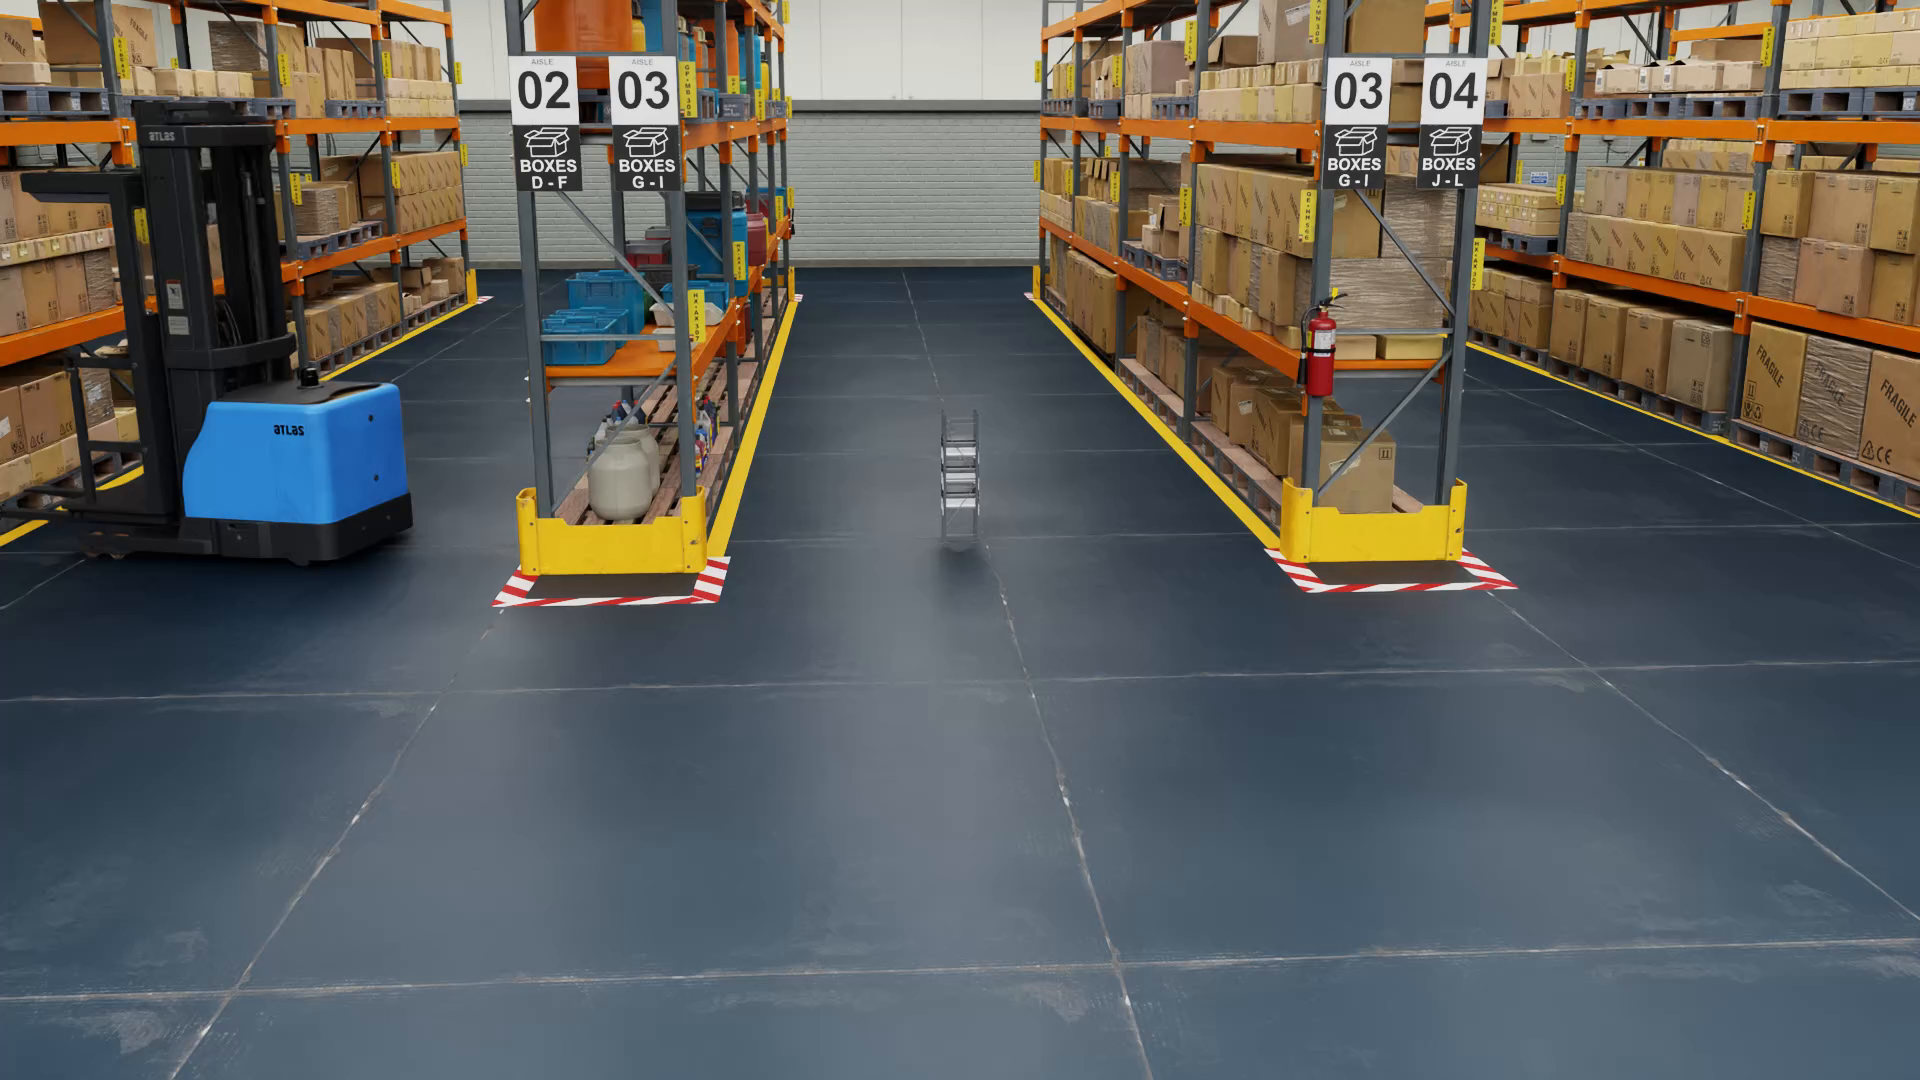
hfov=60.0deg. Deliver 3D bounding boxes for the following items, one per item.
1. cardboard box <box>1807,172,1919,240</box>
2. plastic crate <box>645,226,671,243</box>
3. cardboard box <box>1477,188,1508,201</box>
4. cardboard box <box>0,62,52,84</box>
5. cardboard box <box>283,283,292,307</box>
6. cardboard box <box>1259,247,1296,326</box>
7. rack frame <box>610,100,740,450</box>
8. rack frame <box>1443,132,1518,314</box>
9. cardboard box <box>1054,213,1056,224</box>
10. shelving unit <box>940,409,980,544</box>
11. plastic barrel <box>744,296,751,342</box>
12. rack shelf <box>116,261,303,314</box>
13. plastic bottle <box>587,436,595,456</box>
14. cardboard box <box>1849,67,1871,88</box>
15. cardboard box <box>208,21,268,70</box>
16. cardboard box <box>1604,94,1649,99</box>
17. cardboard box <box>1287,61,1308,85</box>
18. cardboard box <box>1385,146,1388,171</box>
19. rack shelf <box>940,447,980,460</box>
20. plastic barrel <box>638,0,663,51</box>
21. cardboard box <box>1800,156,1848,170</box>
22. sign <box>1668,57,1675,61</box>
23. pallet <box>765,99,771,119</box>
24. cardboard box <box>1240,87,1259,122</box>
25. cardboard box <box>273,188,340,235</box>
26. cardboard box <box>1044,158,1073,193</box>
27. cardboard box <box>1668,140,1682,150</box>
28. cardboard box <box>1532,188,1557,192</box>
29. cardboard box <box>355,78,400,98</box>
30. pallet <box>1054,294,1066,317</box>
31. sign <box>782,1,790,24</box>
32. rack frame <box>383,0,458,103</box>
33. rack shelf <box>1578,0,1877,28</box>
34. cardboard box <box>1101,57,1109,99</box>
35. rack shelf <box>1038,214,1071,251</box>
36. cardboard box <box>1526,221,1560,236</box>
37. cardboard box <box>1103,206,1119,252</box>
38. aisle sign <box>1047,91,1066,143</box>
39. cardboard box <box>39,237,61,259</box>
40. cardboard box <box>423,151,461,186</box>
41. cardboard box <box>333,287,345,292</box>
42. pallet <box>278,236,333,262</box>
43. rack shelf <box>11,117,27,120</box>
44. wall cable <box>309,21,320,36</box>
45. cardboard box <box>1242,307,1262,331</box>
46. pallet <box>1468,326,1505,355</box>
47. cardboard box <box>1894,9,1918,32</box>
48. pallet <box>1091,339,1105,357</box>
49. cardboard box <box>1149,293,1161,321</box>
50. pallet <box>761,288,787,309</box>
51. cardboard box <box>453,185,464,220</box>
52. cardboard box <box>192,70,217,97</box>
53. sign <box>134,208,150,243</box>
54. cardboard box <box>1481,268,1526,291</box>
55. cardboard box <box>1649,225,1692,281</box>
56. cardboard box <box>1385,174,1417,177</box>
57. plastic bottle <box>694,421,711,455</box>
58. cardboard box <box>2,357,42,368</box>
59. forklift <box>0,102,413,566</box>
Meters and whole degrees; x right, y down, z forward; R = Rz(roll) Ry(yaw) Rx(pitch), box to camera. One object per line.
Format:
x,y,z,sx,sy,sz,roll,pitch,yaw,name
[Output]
7.597,-2.749,13.722,0.875,0.550,0.550,-1,14,-3,cardboard box
-2.894,-2.872,16.539,0.402,0.464,0.583,-1,14,-3,plastic crate
6.610,-4.313,20.738,0.380,0.149,0.250,0,14,-1,cardboard box
-7.038,-3.483,12.406,0.380,0.149,0.250,-1,14,-3,cardboard box
-7.933,-2.780,18.941,0.500,0.250,0.500,0,14,-1,cardboard box
2.593,-1.786,11.652,0.875,0.500,0.500,-1,14,-3,cardboard box
-2.441,-2.253,14.261,1.000,3.000,0.127,-1,14,-3,rack frame
6.963,-4.370,22.491,1.000,3.000,0.127,-1,14,-3,rack frame
1.566,-4.651,24.086,0.380,0.149,0.250,-1,14,-3,cardboard box
0.000,-0.438,11.422,0.258,0.900,0.210,-1,14,-3,shelving unit
-2.806,-2.685,19.939,0.600,0.588,0.708,-1,14,-3,plastic barrel
-7.509,-2.326,15.991,1.077,0.370,4.000,-1,14,-3,rack shelf
-2.770,-0.634,12.539,0.061,0.283,0.133,-1,14,-2,plastic bottle
7.207,-3.614,12.995,0.380,0.149,0.250,-1,14,-4,cardboard box
-7.654,-5.266,17.745,0.500,0.500,0.500,-1,14,-3,cardboard box
7.441,-5.022,18.806,0.500,0.500,0.500,-1,14,-3,cardboard box
2.396,-3.104,11.054,0.380,0.149,0.250,-2,15,-6,cardboard box
6.526,-5.671,24.742,0.500,0.500,0.500,-1,14,-5,cardboard box
0.000,-0.580,11.386,0.258,0.077,0.200,-1,14,-3,rack shelf
-2.487,-3.902,12.804,0.600,0.901,0.708,-1,14,-3,plastic barrel
11.638,-4.890,22.306,0.500,0.500,0.500,-1,14,-3,cardboard box
7.765,-5.123,18.202,0.100,0.325,0.005,-1,14,-3,sign
-2.639,-4.800,18.523,1.003,0.211,1.213,-1,14,-3,pallet
2.373,-3.207,12.252,0.500,0.250,0.500,-1,14,-4,cardboard box
-7.651,-3.809,19.267,0.700,0.500,0.500,2,15,7,cardboard box
1.550,-5.500,25.082,0.500,0.500,0.500,-1,14,-5,cardboard box
11.395,-6.221,26.175,0.380,0.149,0.250,-1,14,-2,cardboard box
7.281,-4.252,20.500,0.380,0.149,0.250,-1,14,-4,cardboard box
-7.663,-5.914,21.768,0.500,0.250,0.500,-1,14,-3,cardboard box
1.959,-3.463,24.560,1.003,0.211,1.213,-1,14,-3,pallet
-2.637,-7.999,25.202,0.100,0.325,0.005,-1,14,-3,sign
-8.129,-8.067,24.819,1.000,3.000,0.127,-1,14,-3,rack frame
7.335,-5.241,16.084,1.077,0.370,4.000,-1,14,-3,rack shelf
2.106,-5.538,19.959,0.797,0.503,0.637,-1,14,-4,cardboard box
1.883,-4.468,24.314,1.077,0.370,4.000,-1,14,-3,rack shelf
6.722,-3.573,19.053,0.380,0.149,0.250,-1,14,-3,cardboard box
1.951,-3.615,19.357,0.500,0.500,0.500,-1,14,-4,cardboard box
1.455,-6.586,25.885,0.394,0.787,0.004,-1,14,-3,aisle sign
-7.094,-2.222,12.641,0.380,0.149,0.250,-1,14,-4,cardboard box
-7.827,-5.588,25.016,0.500,0.500,0.500,-1,14,-4,cardboard box
-8.050,-2.913,20.960,0.500,0.500,0.500,-1,14,-3,cardboard box
-7.745,-3.246,18.509,1.213,0.211,1.003,-1,14,-3,pallet
-12.949,-5.691,23.049,1.077,0.370,4.000,-1,14,-3,rack shelf
-10.366,-10.385,29.927,3.097,2.526,0.112,-1,14,-3,wall cable
2.328,-1.652,12.430,0.380,0.149,0.250,-1,14,-3,cardboard box
7.091,-2.522,20.904,1.003,0.211,1.213,-1,14,-3,pallet
7.236,-3.875,12.409,0.380,0.149,0.250,-1,14,-4,cardboard box
2.208,-2.473,20.715,1.003,0.211,1.213,-1,14,-3,pallet
2.326,-2.523,17.942,0.500,0.250,0.500,0,14,-1,cardboard box
-3.172,-3.681,25.408,1.003,0.211,1.213,-1,14,-3,pallet
-7.830,-5.103,25.138,0.500,0.500,0.500,0,14,-2,cardboard box
-7.474,-4.371,15.932,0.500,0.250,0.500,-1,14,-5,cardboard box
-6.832,-2.644,13.885,0.100,0.325,0.005,-1,14,-3,sign
6.808,-3.279,20.919,0.500,0.250,0.500,0,14,-1,cardboard box
7.097,-2.806,16.211,0.500,0.500,0.500,-1,14,-3,cardboard box
2.964,-2.276,11.550,0.500,0.500,0.500,-1,14,-3,cardboard box
-2.076,-0.822,13.286,0.152,0.276,0.135,-1,14,-2,plastic bottle
-7.630,-1.168,13.215,0.500,0.500,0.500,-1,14,-3,cardboard box
-5.391,-1.421,11.166,3.031,2.935,1.130,3,15,12,forklift
